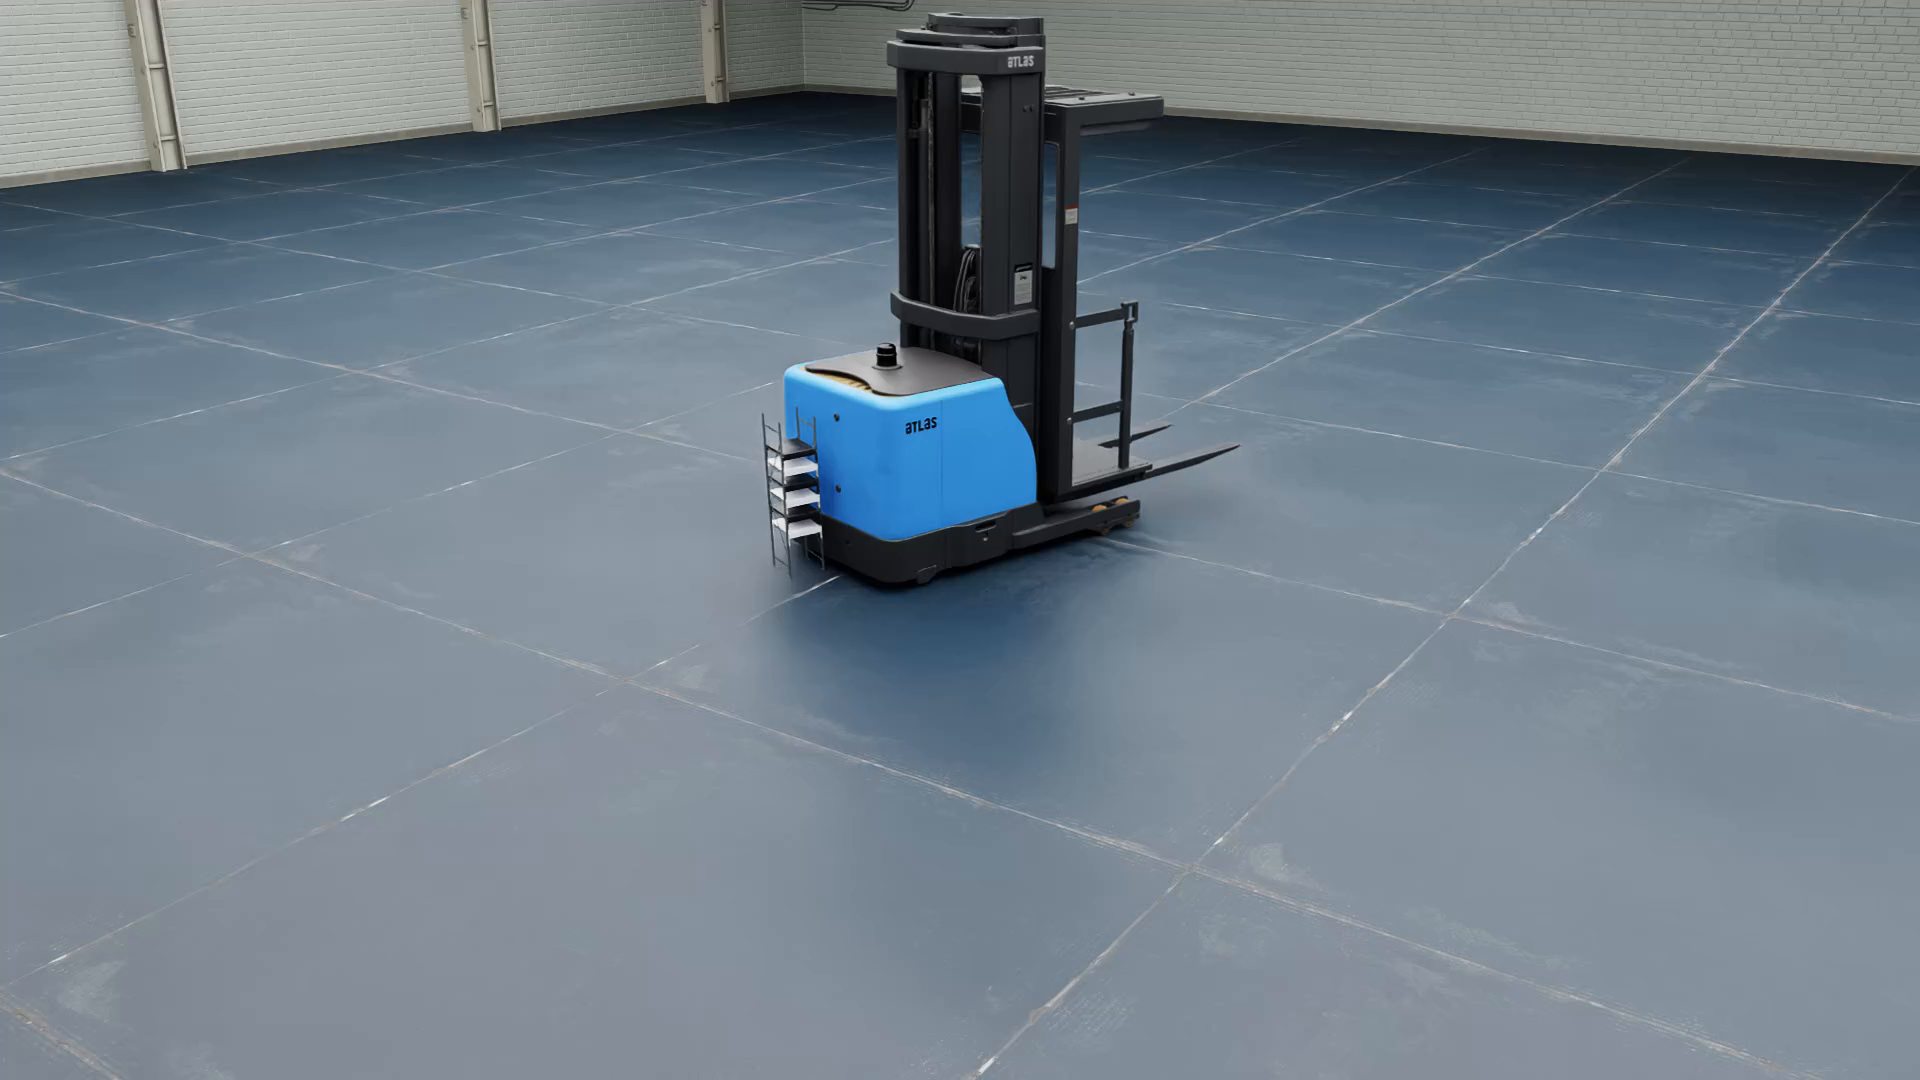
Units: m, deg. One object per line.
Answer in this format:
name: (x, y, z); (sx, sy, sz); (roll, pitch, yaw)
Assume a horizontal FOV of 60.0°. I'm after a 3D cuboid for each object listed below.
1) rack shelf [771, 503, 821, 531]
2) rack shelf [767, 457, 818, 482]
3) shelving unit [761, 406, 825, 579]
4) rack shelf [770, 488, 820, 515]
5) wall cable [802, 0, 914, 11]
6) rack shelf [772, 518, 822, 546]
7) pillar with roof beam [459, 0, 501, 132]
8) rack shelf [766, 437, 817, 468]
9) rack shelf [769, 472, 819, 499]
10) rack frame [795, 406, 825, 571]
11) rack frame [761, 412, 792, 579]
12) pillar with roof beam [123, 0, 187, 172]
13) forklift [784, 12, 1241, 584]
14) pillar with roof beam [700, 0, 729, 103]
rack shelf: (-0.913, -0.145, 9.204); (0.200, 0.077, 0.258); (-13, 24, -27)
rack shelf: (-0.921, -0.396, 9.106); (0.200, 0.077, 0.258); (-13, 24, -27)
shelving unit: (-0.917, -0.260, 9.159); (0.210, 0.900, 0.258); (-13, 24, -27)
rack shelf: (-0.916, -0.228, 9.171); (0.200, 0.077, 0.258); (-13, 24, -27)
wall cable: (-2.194, -12.274, 34.453); (3.097, 2.526, 0.112); (13, 24, 32)
rack shelf: (-0.911, -0.061, 9.236); (0.200, 0.077, 0.258); (-13, 24, -27)
pillar with roof beam: (-4.756, -10.582, 25.402); (9.100, 9.000, 0.400); (13, 24, 32)
rack shelf: (-0.924, -0.480, 9.073); (0.200, 0.077, 0.258); (-13, 24, -27)
rack shelf: (-0.919, -0.312, 9.139); (0.200, 0.077, 0.258); (-13, 24, -27)
rack frame: (-0.829, -0.280, 9.205); (0.006, 0.900, 0.240); (-13, 24, -27)
rack frame: (-1.005, -0.239, 9.113); (0.006, 0.900, 0.240); (-13, 24, -27)
pillar with roof beam: (-8.129, -8.861, 20.748); (9.100, 9.000, 0.400); (13, 24, 32)
forklift: (0.452, -1.538, 9.698); (3.031, 2.935, 1.130); (-16, 26, -37)
pillar with roof beam: (-1.383, -12.304, 30.056); (9.100, 9.000, 0.400); (13, 24, 32)
